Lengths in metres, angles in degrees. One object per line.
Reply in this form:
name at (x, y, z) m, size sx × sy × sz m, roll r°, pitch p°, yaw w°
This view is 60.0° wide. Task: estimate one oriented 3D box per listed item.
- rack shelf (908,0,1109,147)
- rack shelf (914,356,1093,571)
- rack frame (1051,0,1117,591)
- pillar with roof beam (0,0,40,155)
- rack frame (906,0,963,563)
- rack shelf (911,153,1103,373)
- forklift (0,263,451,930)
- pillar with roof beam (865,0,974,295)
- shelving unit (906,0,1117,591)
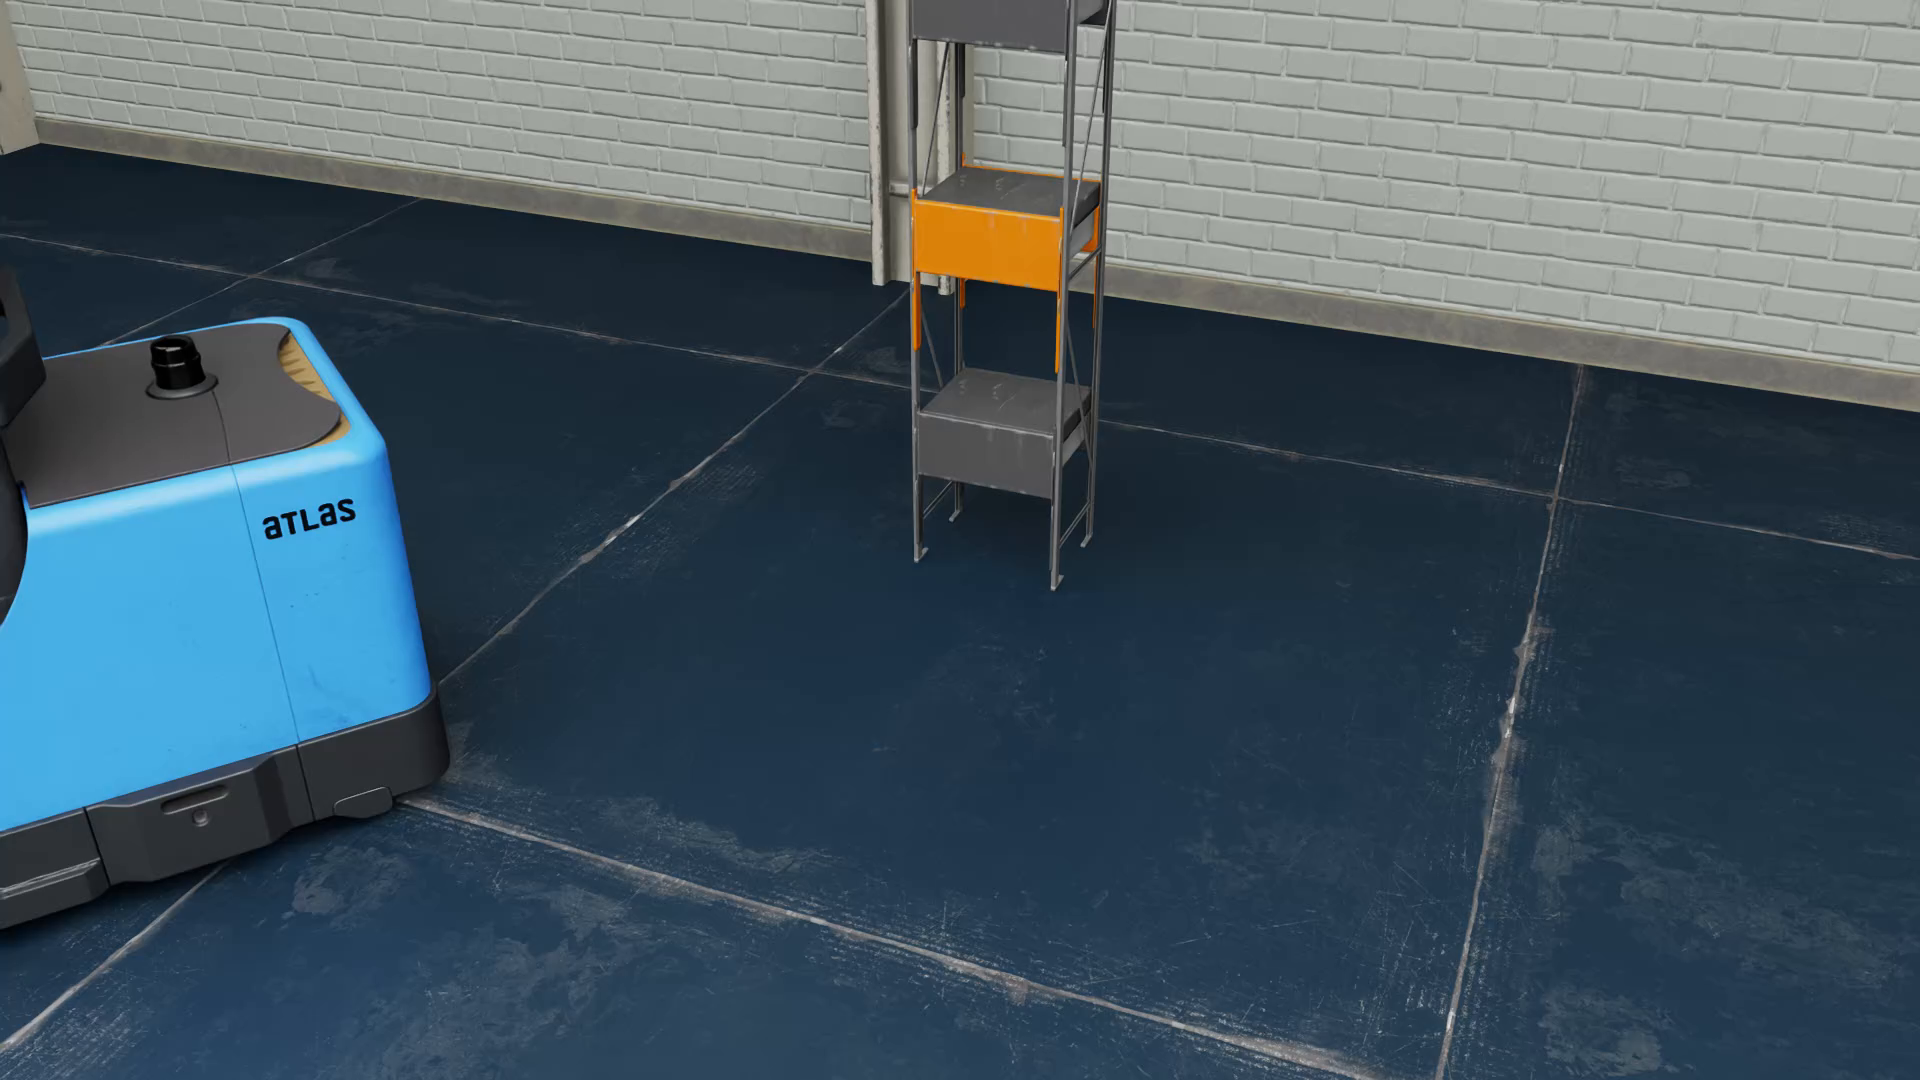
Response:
rack shelf at (0.153, -1.481, 4.841) m, size 0.480 × 0.518 × 0.431 m, roll 11°, pitch 31°, yaw 19°
rack shelf at (0.153, -0.262, 5.530) m, size 0.480 × 0.518 × 0.431 m, roll 11°, pitch 31°, yaw 19°
rack frame at (0.379, -0.838, 5.099) m, size 0.015 × 2.100 × 0.400 m, roll 11°, pitch 31°, yaw 19°
pillar with roof beam at (-7.355, -4.314, 4.238) m, size 0.400 × 9.000 × 9.100 m, roll 11°, pitch 31°, yaw 19°
rack frame at (-0.073, -0.929, 5.259) m, size 0.015 × 2.100 × 0.400 m, roll 11°, pitch 31°, yaw 19°
rack shelf at (0.153, -0.872, 5.186) m, size 0.480 × 0.518 × 0.431 m, roll 11°, pitch 31°, yaw 19°
forklift at (-2.916, -0.419, 3.512) m, size 3.031 × 2.935 × 1.130 m, roll -16°, pitch 33°, yaw -27°
pillar with roof beam at (-1.795, -3.204, 2.274) m, size 0.400 × 9.000 × 9.100 m, roll 11°, pitch 31°, yaw 19°
shelving unit at (0.153, -0.883, 5.179) m, size 0.503 × 2.100 × 0.431 m, roll 11°, pitch 31°, yaw 19°
